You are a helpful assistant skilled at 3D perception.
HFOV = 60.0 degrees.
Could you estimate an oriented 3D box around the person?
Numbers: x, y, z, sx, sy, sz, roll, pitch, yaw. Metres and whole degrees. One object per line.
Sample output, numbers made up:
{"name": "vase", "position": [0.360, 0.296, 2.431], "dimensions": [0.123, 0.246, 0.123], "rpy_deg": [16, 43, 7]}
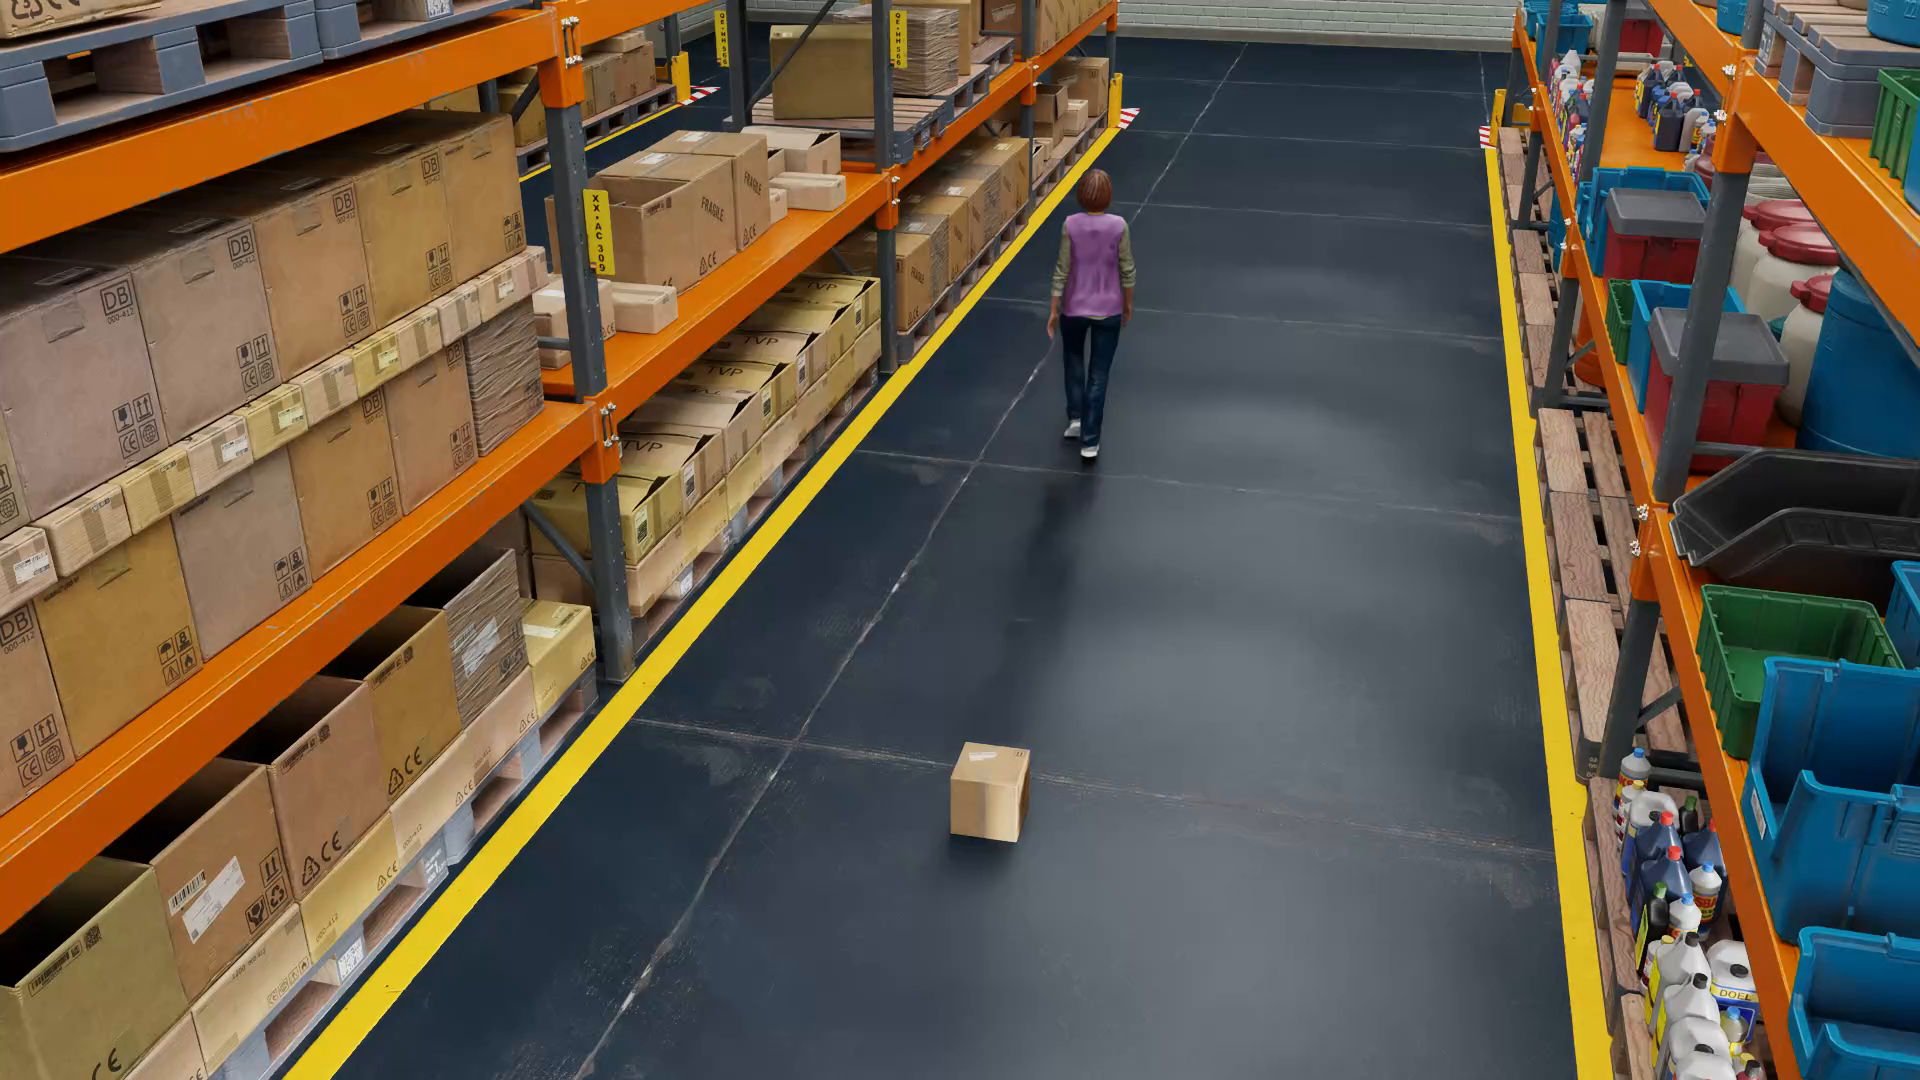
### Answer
{"name": "person", "position": [0.727, -1.235, 9.197], "dimensions": [0.462, 1.644, 0.531], "rpy_deg": [4, 26, 9]}
